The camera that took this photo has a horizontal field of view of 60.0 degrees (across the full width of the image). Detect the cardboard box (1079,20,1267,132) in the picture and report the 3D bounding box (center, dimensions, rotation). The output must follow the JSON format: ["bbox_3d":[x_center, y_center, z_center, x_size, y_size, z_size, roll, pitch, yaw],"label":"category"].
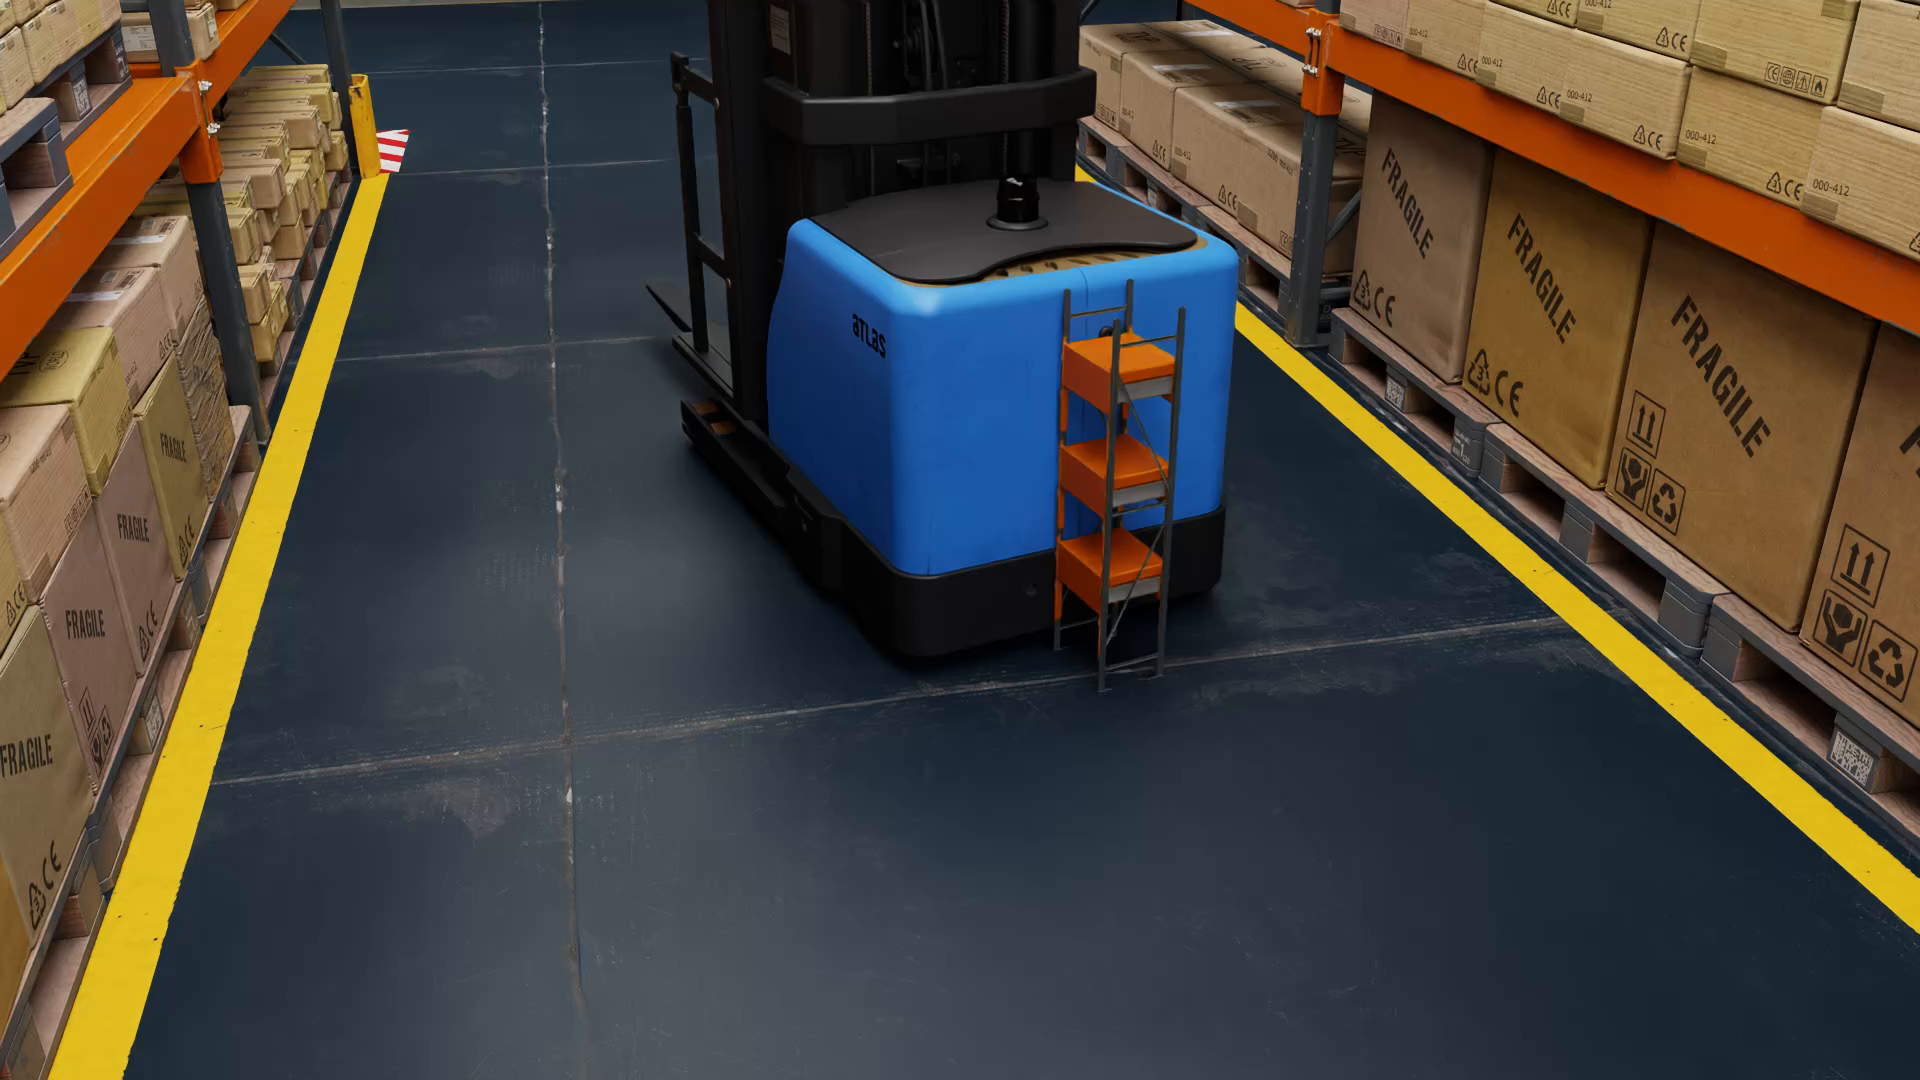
[{"bbox_3d":[1.186,-2.710,9.668,0.875,0.438,0.875,-7,28,-13],"label":"cardboard box"}]

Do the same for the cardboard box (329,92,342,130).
[{"bbox_3d":[-3.463,-2.244,8.734,0.380,0.149,0.250,-7,28,-13],"label":"cardboard box"}]

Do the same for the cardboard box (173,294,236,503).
[{"bbox_3d":[-2.547,-0.415,5.051,0.500,0.500,0.500,-6,27,-13],"label":"cardboard box"}]

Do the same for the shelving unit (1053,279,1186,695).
[{"bbox_3d":[0.404,-0.127,4.336,0.215,1.050,0.252,-12,29,-23],"label":"shelving unit"}]

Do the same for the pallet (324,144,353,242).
[{"bbox_3d":[-3.695,-1.760,8.503,1.003,0.211,1.213,-6,27,-12],"label":"pallet"}]

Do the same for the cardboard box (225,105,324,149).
[{"bbox_3d":[-3.200,-1.923,7.769,0.380,0.149,0.250,-5,27,-10],"label":"cardboard box"}]

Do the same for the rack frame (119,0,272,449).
[{"bbox_3d":[-2.959,-1.643,5.176,1.000,3.000,0.127,-6,27,-12],"label":"rack frame"}]

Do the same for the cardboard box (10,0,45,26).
[{"bbox_3d":[-2.497,-1.352,4.082,0.380,0.149,0.250,-7,28,-13],"label":"cardboard box"}]

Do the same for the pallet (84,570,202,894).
[{"bbox_3d":[-2.504,0.480,4.064,1.003,0.211,1.213,-6,27,-12],"label":"pallet"}]

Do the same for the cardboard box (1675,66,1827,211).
[{"bbox_3d":[2.147,-1.008,4.084,0.500,0.250,0.500,-6,27,-12],"label":"cardboard box"}]

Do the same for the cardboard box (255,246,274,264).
[{"bbox_3d":[-3.000,-1.077,6.753,0.380,0.149,0.250,-7,28,-13],"label":"cardboard box"}]

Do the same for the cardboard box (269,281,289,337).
[{"bbox_3d":[-2.788,-0.867,6.336,0.380,0.149,0.250,-5,27,-10],"label":"cardboard box"}]

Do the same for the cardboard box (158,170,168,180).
[{"bbox_3d":[-3.608,-1.638,7.205,0.380,0.149,0.250,-6,27,-11],"label":"cardboard box"}]

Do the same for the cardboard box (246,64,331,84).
[{"bbox_3d":[-3.494,-2.373,8.659,0.380,0.149,0.250,-6,27,-11],"label":"cardboard box"}]

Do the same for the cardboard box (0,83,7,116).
[{"bbox_3d":[-2.380,-0.992,3.700,0.380,0.149,0.250,-5,27,-9],"label":"cardboard box"}]

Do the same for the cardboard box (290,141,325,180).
[{"bbox_3d":[-3.215,-1.790,7.835,0.380,0.149,0.250,-6,27,-11],"label":"cardboard box"}]

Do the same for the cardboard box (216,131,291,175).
[{"bbox_3d":[-3.162,-1.684,7.295,0.380,0.149,0.250,-6,27,-11],"label":"cardboard box"}]

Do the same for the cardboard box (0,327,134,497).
[{"bbox_3d":[-2.309,-0.290,3.972,0.500,0.250,0.500,-7,28,-14],"label":"cardboard box"}]

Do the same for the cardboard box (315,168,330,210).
[{"bbox_3d":[-3.219,-1.664,7.915,0.380,0.149,0.250,-7,28,-14],"label":"cardboard box"}]

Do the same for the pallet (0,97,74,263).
[{"bbox_3d":[-2.543,-0.666,3.454,1.003,0.211,1.213,-6,27,-12],"label":"pallet"}]

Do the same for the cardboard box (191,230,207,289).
[{"bbox_3d":[-2.835,-0.995,5.931,0.380,0.149,0.250,-5,27,-9],"label":"cardboard box"}]

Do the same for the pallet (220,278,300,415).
[{"bbox_3d":[-3.145,-0.689,6.381,1.003,0.211,1.213,-6,27,-12],"label":"pallet"}]

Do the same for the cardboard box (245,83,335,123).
[{"bbox_3d":[-3.311,-2.156,8.229,0.380,0.149,0.250,-7,28,-13],"label":"cardboard box"}]

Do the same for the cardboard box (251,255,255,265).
[{"bbox_3d":[-2.963,-1.087,6.443,0.380,0.149,0.250,-6,27,-12],"label":"cardboard box"}]

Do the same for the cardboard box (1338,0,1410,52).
[{"bbox_3d":[1.683,-1.903,5.858,0.500,0.250,0.500,-7,28,-13],"label":"cardboard box"}]

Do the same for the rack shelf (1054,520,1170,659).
[{"bbox_3d":[0.404,0.131,4.466,0.215,0.259,0.240,-12,29,-23],"label":"rack shelf"}]

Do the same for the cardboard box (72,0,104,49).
[{"bbox_3d":[-2.617,-1.450,4.606,0.380,0.149,0.250,-6,27,-11],"label":"cardboard box"}]

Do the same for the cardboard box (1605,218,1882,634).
[{"bbox_3d":[2.471,-0.376,4.559,0.875,0.875,0.875,-6,27,-11],"label":"cardboard box"}]

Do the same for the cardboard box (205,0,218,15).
[{"bbox_3d":[-3.001,-2.026,6.213,0.380,0.149,0.250,-7,28,-14],"label":"cardboard box"}]

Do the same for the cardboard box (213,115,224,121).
[{"bbox_3d":[-3.992,-2.190,8.628,0.380,0.149,0.250,-5,27,-9],"label":"cardboard box"}]

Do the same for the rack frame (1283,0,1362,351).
[{"bbox_3d":[1.841,-2.190,6.260,1.000,3.000,0.127,-6,27,-12],"label":"rack frame"}]

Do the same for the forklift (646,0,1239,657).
[{"bbox_3d":[-0.332,-1.631,5.228,1.130,2.935,3.031,-12,29,-23],"label":"forklift"}]

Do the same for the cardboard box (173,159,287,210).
[{"bbox_3d":[-3.003,-1.461,6.853,0.380,0.149,0.250,-5,27,-10],"label":"cardboard box"}]

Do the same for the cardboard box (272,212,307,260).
[{"bbox_3d":[-3.060,-1.316,7.225,0.380,0.149,0.250,-7,28,-13],"label":"cardboard box"}]

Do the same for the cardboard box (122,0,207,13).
[{"bbox_3d":[-2.825,-2.063,5.568,0.500,0.500,0.500,-6,27,-13],"label":"cardboard box"}]

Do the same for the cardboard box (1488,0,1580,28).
[{"bbox_3d":[1.898,-1.674,4.849,0.500,0.250,0.500,-6,27,-11],"label":"cardboard box"}]

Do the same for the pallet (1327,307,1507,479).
[{"bbox_3d":[2.088,-0.614,6.232,1.003,0.211,1.213,-6,27,-12],"label":"pallet"}]

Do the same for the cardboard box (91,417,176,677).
[{"bbox_3d":[-2.320,0.036,4.158,0.500,0.500,0.500,-7,28,-13],"label":"cardboard box"}]

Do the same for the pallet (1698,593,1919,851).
[{"bbox_3d":[2.638,0.457,4.110,1.003,0.211,1.213,-6,27,-12],"label":"pallet"}]

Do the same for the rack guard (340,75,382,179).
[{"bbox_3d":[-3.843,-2.250,9.152,1.175,0.500,0.348,-6,27,-12],"label":"rack guard"}]

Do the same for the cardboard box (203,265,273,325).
[{"bbox_3d":[-2.729,-0.882,6.036,0.380,0.149,0.250,-5,27,-9],"label":"cardboard box"}]

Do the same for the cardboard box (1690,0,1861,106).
[{"bbox_3d":[2.131,-1.224,3.958,0.500,0.250,0.500,-7,28,-13],"label":"cardboard box"}]

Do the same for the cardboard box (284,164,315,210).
[{"bbox_3d":[-3.086,-1.557,7.374,0.380,0.149,0.250,-6,27,-11],"label":"cardboard box"}]

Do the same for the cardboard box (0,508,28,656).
[{"bbox_3d":[-2.091,0.157,3.086,0.500,0.250,0.500,-6,27,-12],"label":"cardboard box"}]

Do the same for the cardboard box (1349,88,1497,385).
[{"bbox_3d":[2.059,-1.165,6.121,0.875,0.875,0.875,-5,27,-10],"label":"cardboard box"}]

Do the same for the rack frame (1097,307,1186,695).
[{"bbox_3d":[0.458,-0.077,4.238,0.200,1.050,0.008,-12,29,-23],"label":"rack frame"}]

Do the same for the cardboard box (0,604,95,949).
[{"bbox_3d":[-2.085,0.485,3.269,0.500,0.500,0.500,-6,27,-11],"label":"cardboard box"}]

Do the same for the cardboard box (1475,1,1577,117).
[{"bbox_3d":[1.901,-1.449,4.959,0.500,0.250,0.500,-6,27,-12],"label":"cardboard box"}]

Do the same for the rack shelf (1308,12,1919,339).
[{"bbox_3d":[2.292,-0.991,4.682,1.077,0.370,4.000,-6,27,-12],"label":"rack shelf"}]

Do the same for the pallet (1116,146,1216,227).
[{"bbox_3d":[1.467,-1.823,8.628,1.003,0.211,1.213,-6,27,-12],"label":"pallet"}]

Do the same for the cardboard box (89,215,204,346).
[{"bbox_3d":[-2.545,-0.748,4.879,0.500,0.250,0.500,-7,28,-13],"label":"cardboard box"}]

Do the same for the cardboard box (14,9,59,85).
[{"bbox_3d":[-2.507,-1.230,4.171,0.380,0.149,0.250,-7,28,-14],"label":"cardboard box"}]

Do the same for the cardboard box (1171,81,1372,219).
[{"bbox_3d":[1.602,-1.913,8.089,0.875,0.438,0.875,-7,28,-13],"label":"cardboard box"}]

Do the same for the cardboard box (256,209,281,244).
[{"bbox_3d":[-3.060,-1.329,6.922,0.380,0.149,0.250,-5,27,-9],"label":"cardboard box"}]

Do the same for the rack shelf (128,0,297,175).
[{"bbox_3d":[-3.410,-2.200,7.078,1.077,0.370,4.000,-6,27,-12],"label":"rack shelf"}]

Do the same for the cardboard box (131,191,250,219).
[{"bbox_3d":[-2.944,-1.228,6.392,0.380,0.149,0.250,-6,27,-12],"label":"cardboard box"}]
